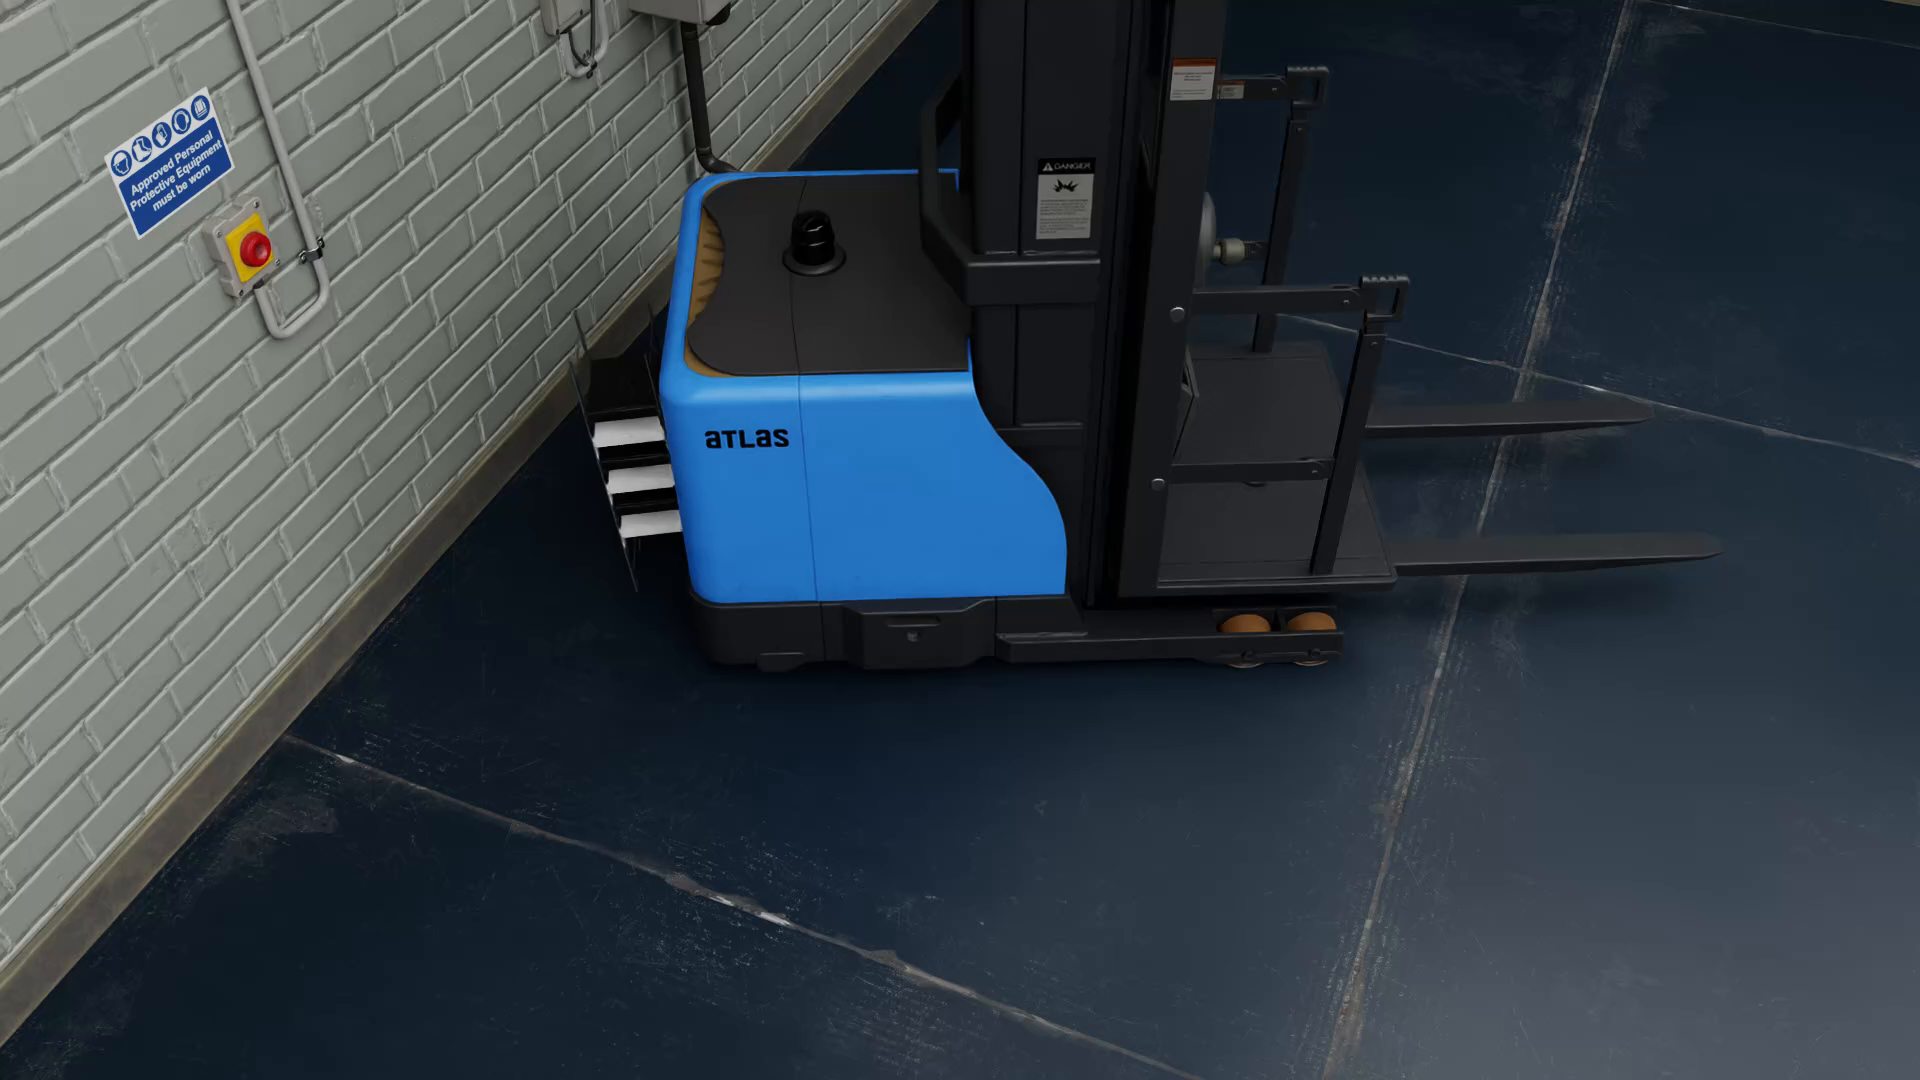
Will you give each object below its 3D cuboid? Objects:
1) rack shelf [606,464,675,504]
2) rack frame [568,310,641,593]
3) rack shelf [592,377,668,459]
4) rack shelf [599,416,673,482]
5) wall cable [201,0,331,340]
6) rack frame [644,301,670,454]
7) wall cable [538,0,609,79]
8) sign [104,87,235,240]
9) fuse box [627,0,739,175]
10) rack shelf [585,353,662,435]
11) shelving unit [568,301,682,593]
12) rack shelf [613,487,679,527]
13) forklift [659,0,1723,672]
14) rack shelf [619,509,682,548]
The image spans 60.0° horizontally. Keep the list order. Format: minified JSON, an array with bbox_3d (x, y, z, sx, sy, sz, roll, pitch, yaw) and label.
[{"bbox_3d":[-0.925,-0.228,4.879,0.200,0.077,0.258,-7,45,-1],"label":"rack shelf"},{"bbox_3d":[-1.028,-0.240,4.853,0.006,0.900,0.240,-7,45,-1],"label":"rack frame"},{"bbox_3d":[-0.937,-0.354,4.752,0.200,0.077,0.258,-7,45,-1],"label":"rack shelf"},{"bbox_3d":[-0.931,-0.291,4.815,0.200,0.077,0.258,-7,45,-1],"label":"rack shelf"},{"bbox_3d":[-1.724,-1.152,3.539,0.123,1.953,0.585,16,47,16],"label":"wall cable"},{"bbox_3d":[-0.826,-0.263,4.858,0.006,0.900,0.240,-7,45,-1],"label":"rack frame"},{"bbox_3d":[-1.189,-2.068,4.481,0.122,1.984,0.588,16,47,16],"label":"wall cable"},{"bbox_3d":[-1.799,-0.862,3.798,0.001,0.218,0.327,16,47,16],"label":"sign"},{"bbox_3d":[-0.781,-1.652,5.697,0.414,1.711,0.539,16,47,16],"label":"fuse box"},{"bbox_3d":[-0.943,-0.417,4.688,0.200,0.077,0.258,-7,45,-1],"label":"rack shelf"},{"bbox_3d":[-0.927,-0.251,4.856,0.210,0.900,0.258,-7,45,-1],"label":"shelving unit"},{"bbox_3d":[-0.919,-0.164,4.943,0.200,0.077,0.258,-7,45,-1],"label":"rack shelf"},{"bbox_3d":[0.726,-1.039,4.216,3.031,2.935,1.130,-2,45,-2],"label":"forklift"},{"bbox_3d":[-0.913,-0.101,5.007,0.200,0.077,0.258,-7,45,-1],"label":"rack shelf"}]
